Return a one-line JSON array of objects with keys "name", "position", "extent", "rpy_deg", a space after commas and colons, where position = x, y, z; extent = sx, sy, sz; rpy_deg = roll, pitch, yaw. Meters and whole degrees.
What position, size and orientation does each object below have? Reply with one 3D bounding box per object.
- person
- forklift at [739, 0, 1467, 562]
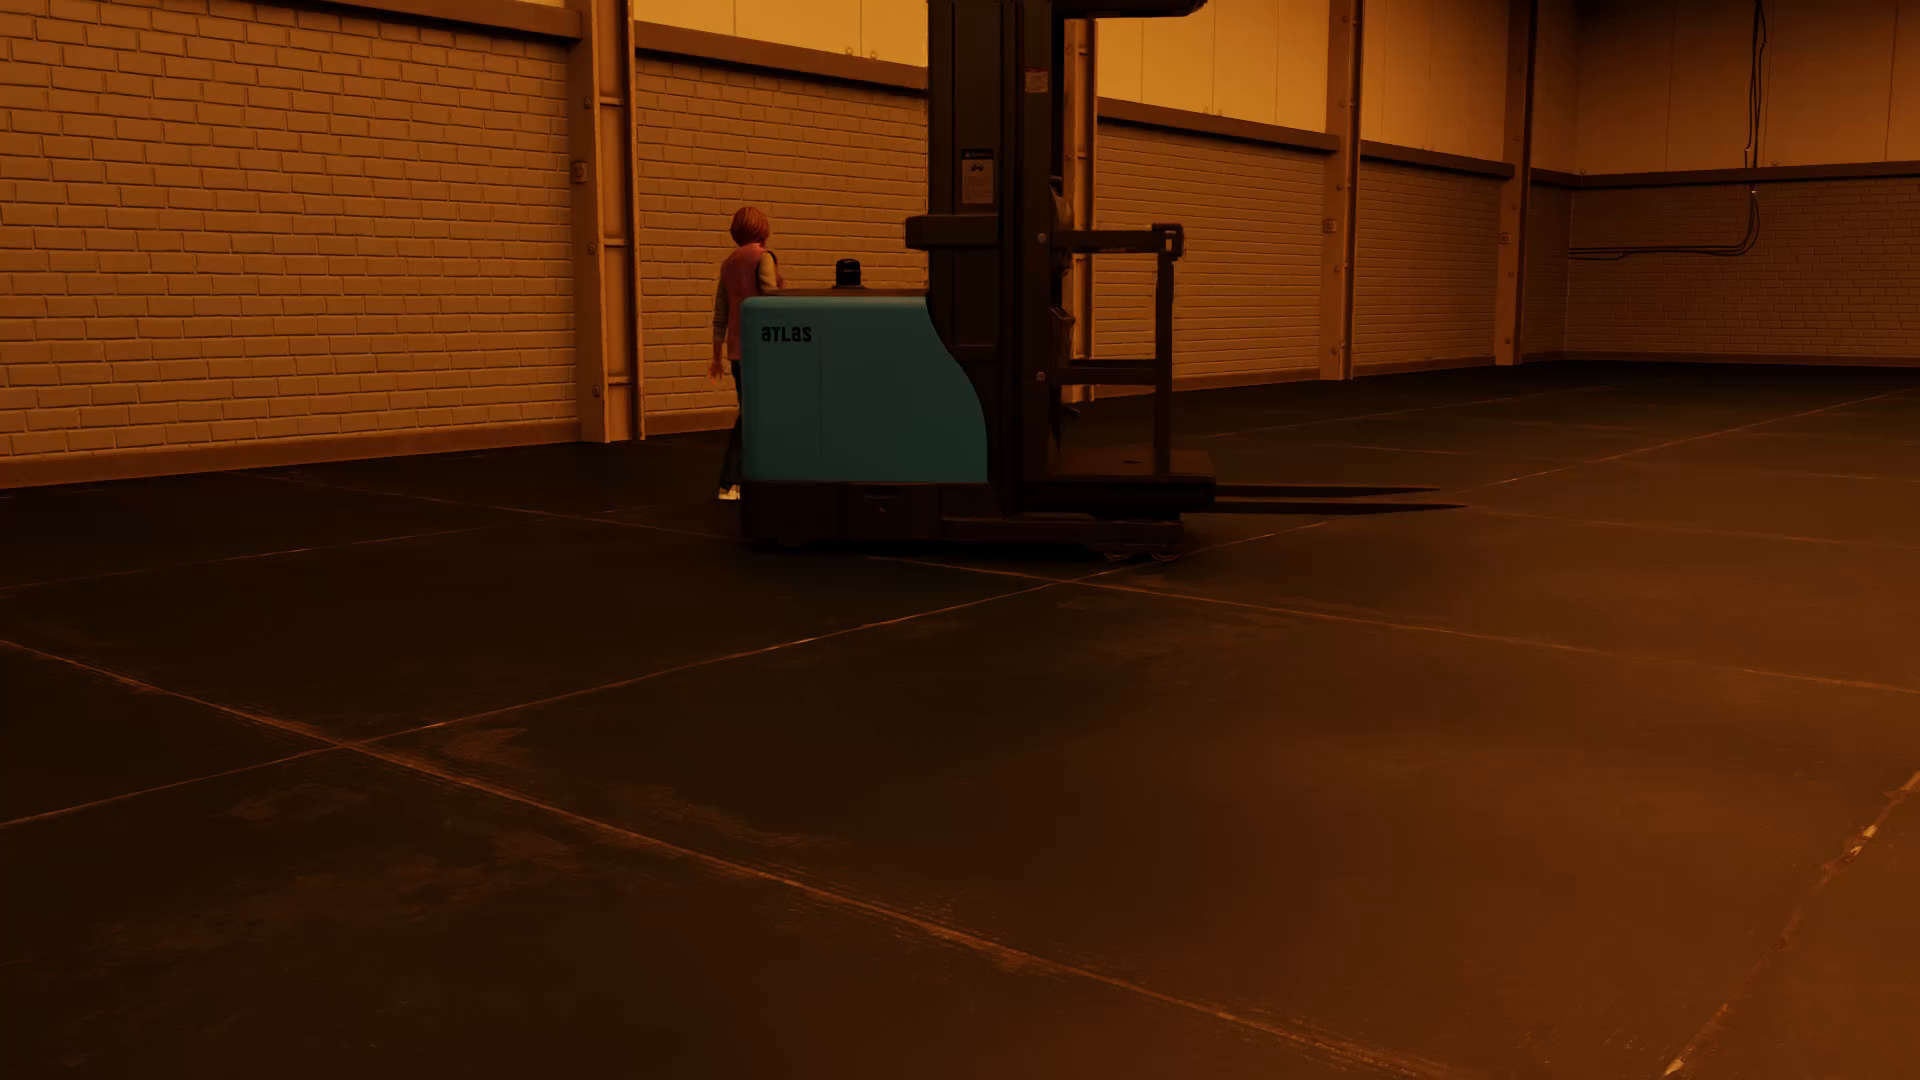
[{"name": "person", "position": [-1.085, -0.939, 8.540], "extent": [0.410, 1.532, 0.734], "rpy_deg": [-7, 11, -39]}, {"name": "forklift", "position": [0.617, -1.443, 7.143], "extent": [3.031, 2.935, 1.130], "rpy_deg": [1, 8, 6]}]
